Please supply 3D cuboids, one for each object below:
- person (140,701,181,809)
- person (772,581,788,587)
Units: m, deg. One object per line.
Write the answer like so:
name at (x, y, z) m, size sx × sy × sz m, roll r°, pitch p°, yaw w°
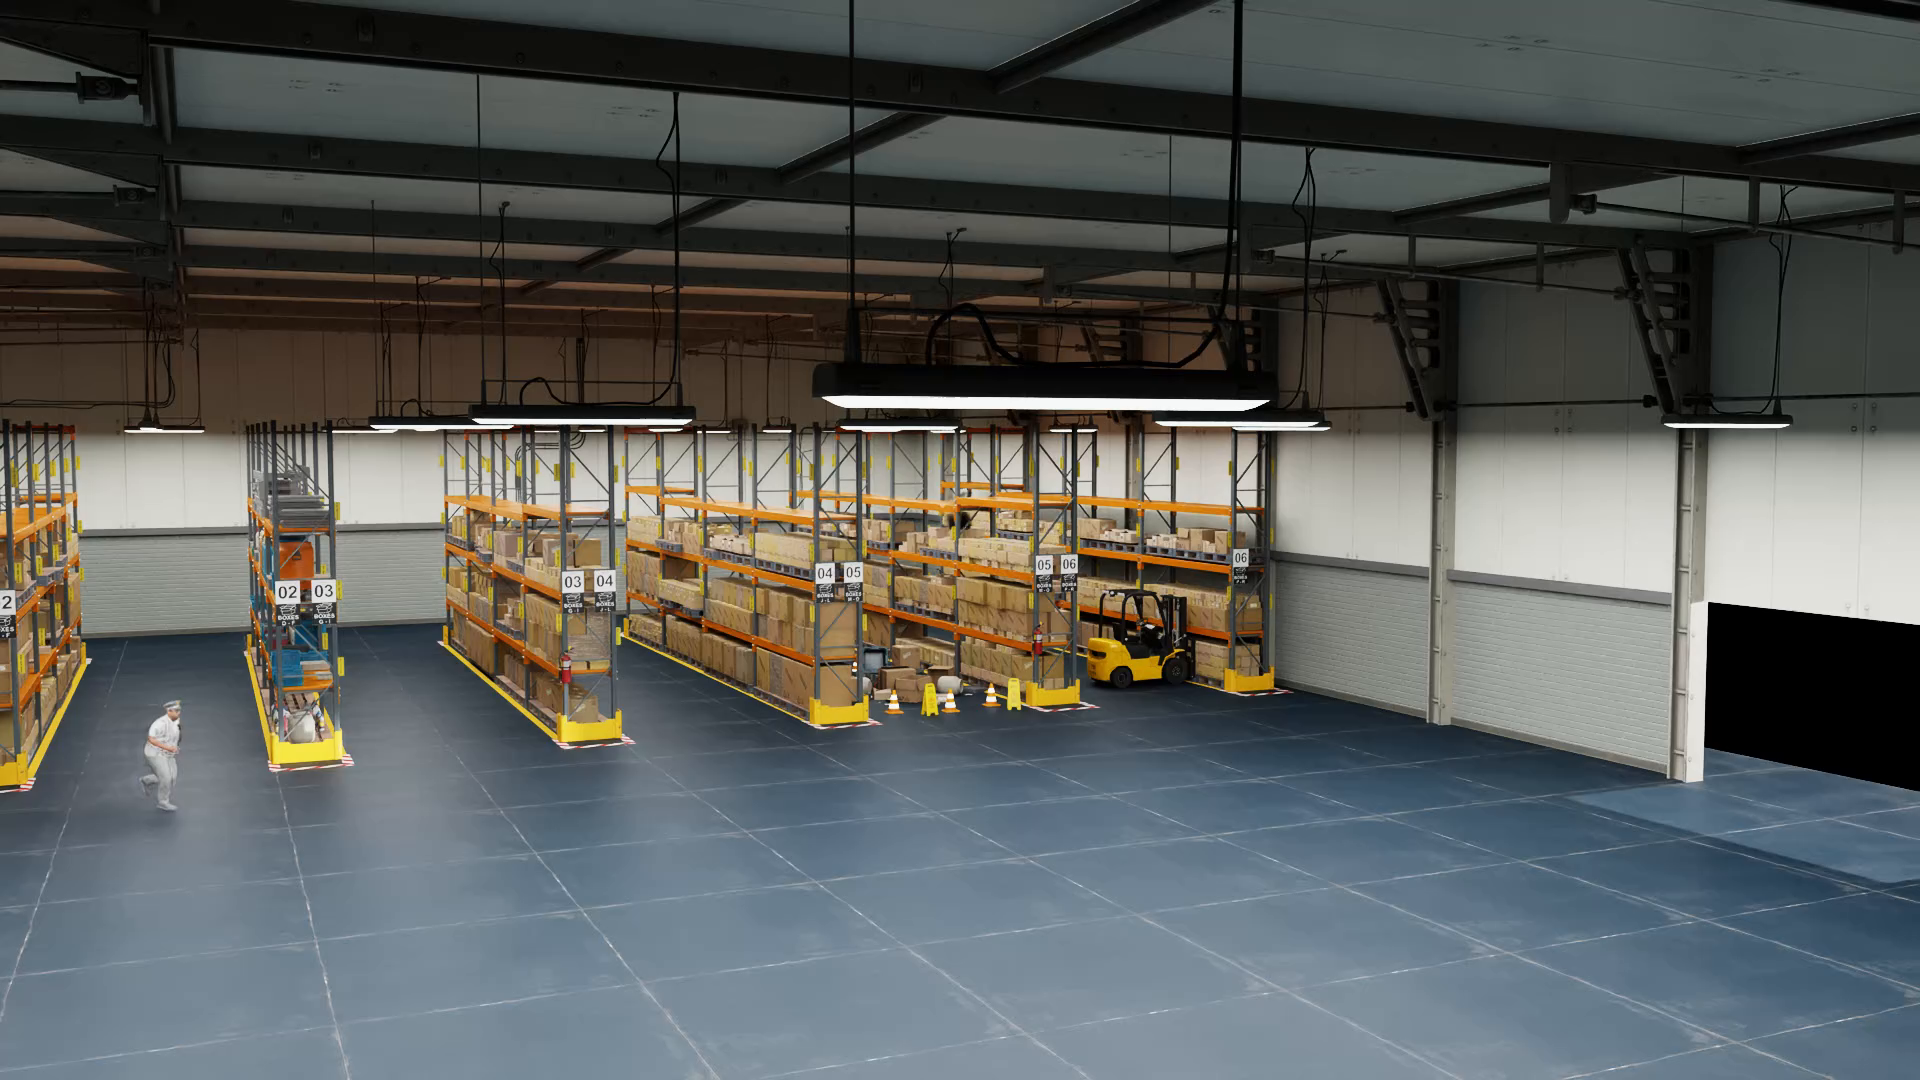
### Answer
person at (-12.272, 3.302, 25.511) m, size 0.741 × 1.709 × 0.652 m, roll 1°, pitch 4°, yaw 15°
person at (-5.488, 1.609, 51.456) m, size 0.810 × 1.838 × 0.680 m, roll -3°, pitch 4°, yaw -36°
